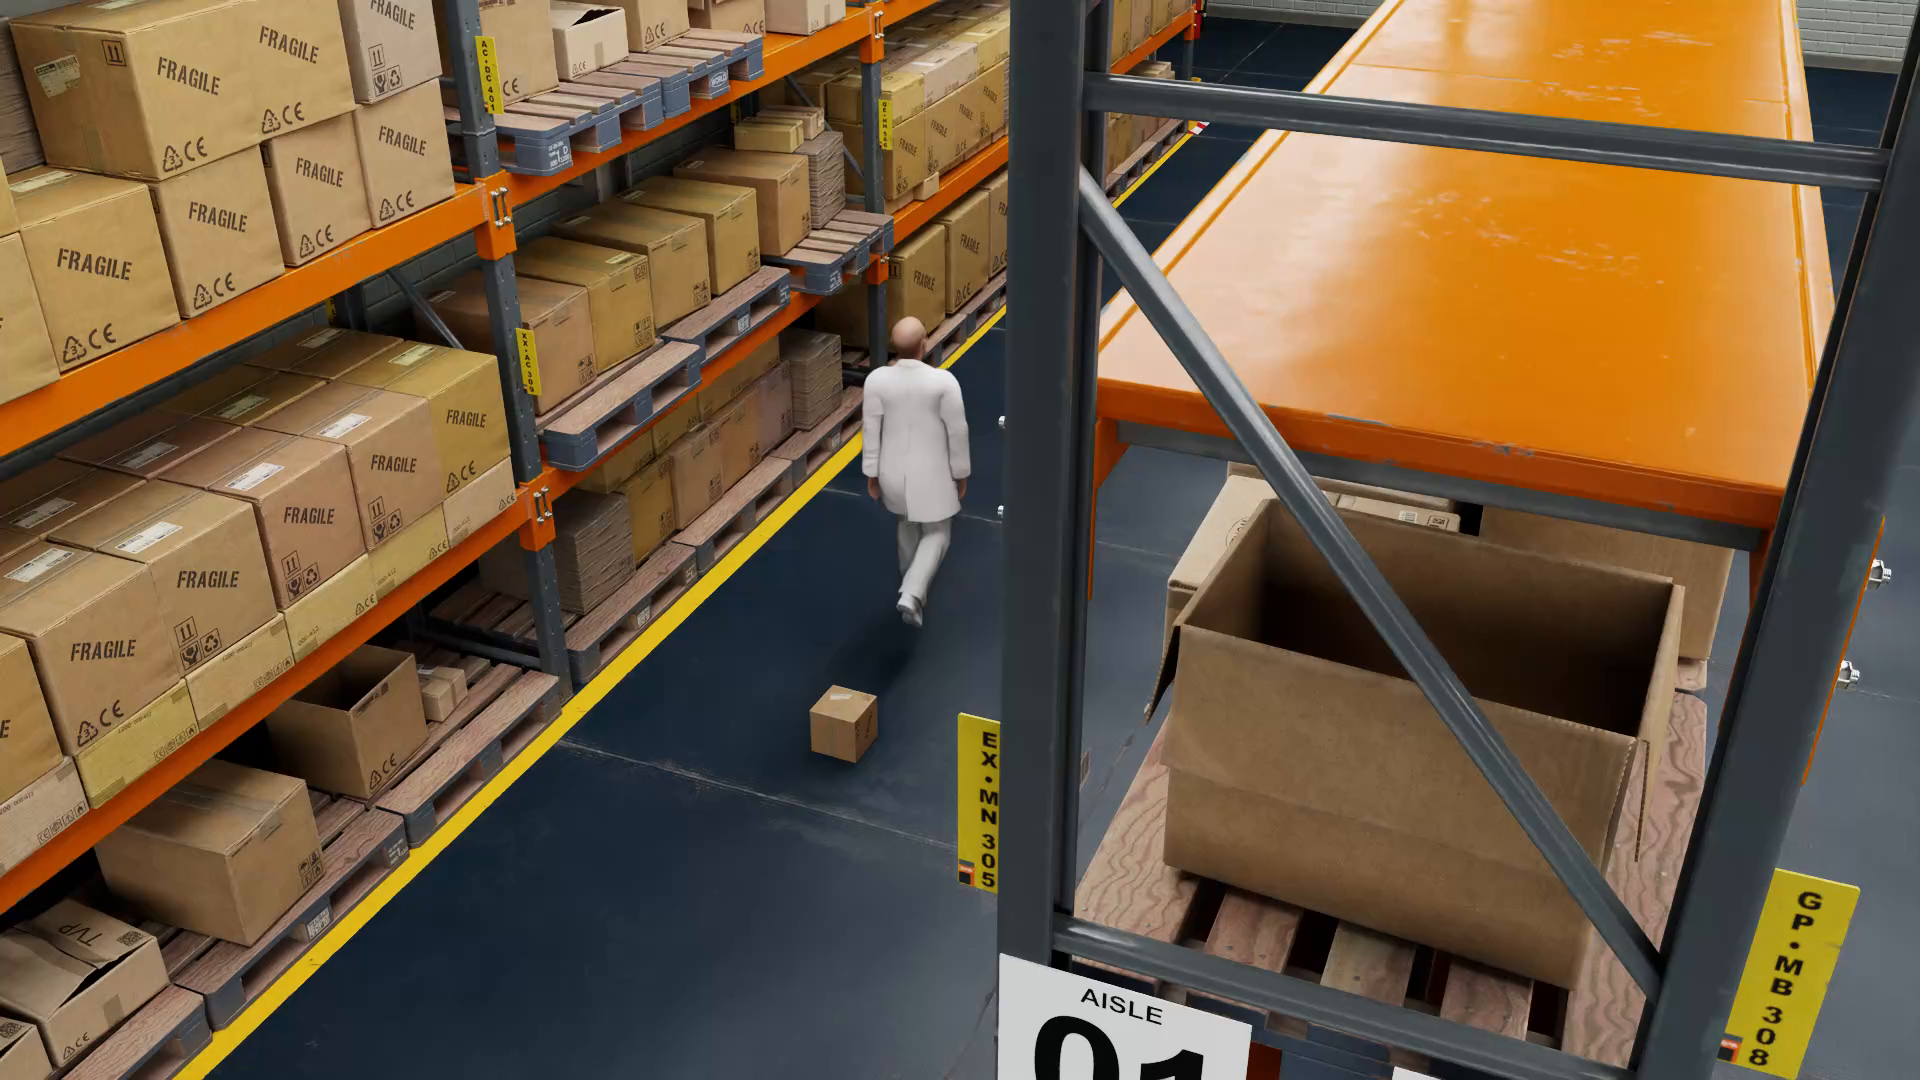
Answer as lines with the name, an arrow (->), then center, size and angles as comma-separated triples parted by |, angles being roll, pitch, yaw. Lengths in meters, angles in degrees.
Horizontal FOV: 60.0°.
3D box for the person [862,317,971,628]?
person -> -0.249, -0.345, 9.007 | 0.598, 1.753, 0.885 | 7, 30, 13
